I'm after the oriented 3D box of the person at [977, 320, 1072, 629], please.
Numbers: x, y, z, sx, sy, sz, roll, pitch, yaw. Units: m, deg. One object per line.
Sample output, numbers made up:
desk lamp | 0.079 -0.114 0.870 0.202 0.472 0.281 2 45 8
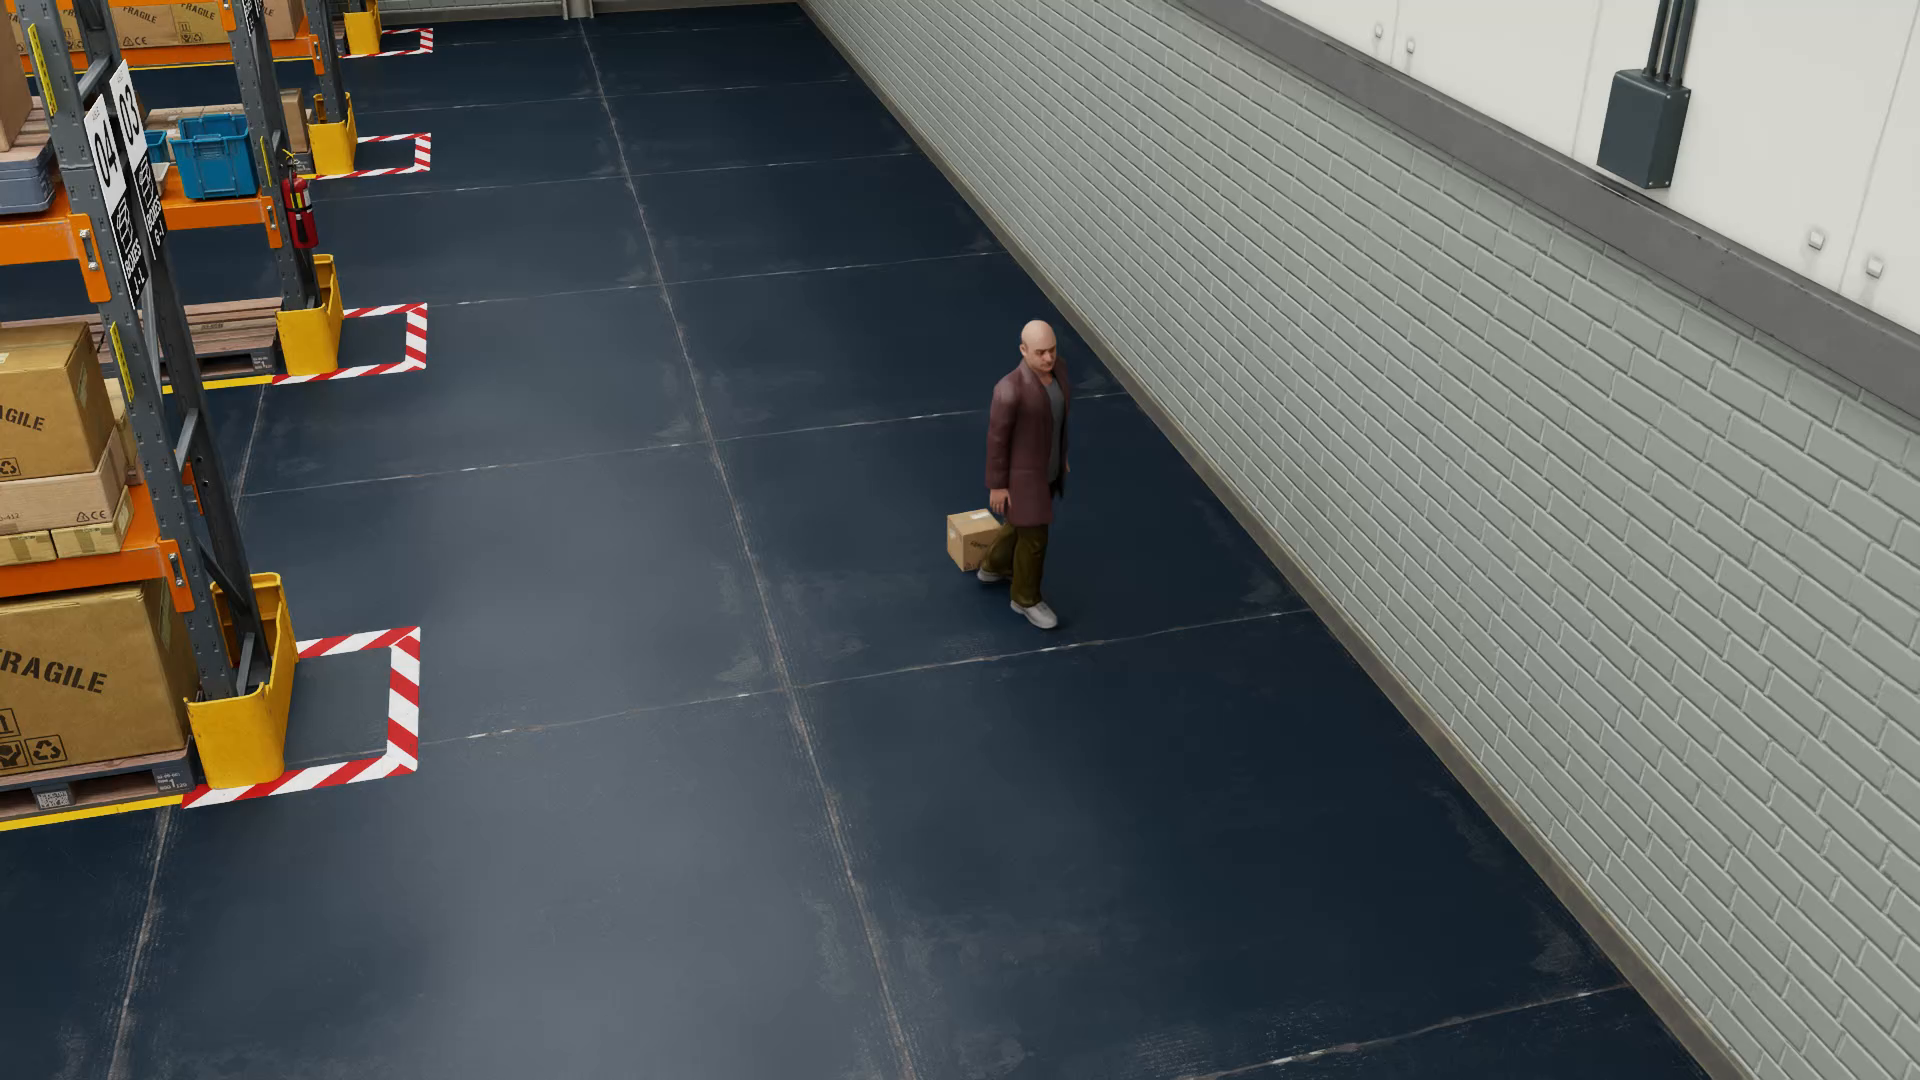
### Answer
person | 0.335 -0.397 8.950 0.641 1.766 0.619 20 36 31
